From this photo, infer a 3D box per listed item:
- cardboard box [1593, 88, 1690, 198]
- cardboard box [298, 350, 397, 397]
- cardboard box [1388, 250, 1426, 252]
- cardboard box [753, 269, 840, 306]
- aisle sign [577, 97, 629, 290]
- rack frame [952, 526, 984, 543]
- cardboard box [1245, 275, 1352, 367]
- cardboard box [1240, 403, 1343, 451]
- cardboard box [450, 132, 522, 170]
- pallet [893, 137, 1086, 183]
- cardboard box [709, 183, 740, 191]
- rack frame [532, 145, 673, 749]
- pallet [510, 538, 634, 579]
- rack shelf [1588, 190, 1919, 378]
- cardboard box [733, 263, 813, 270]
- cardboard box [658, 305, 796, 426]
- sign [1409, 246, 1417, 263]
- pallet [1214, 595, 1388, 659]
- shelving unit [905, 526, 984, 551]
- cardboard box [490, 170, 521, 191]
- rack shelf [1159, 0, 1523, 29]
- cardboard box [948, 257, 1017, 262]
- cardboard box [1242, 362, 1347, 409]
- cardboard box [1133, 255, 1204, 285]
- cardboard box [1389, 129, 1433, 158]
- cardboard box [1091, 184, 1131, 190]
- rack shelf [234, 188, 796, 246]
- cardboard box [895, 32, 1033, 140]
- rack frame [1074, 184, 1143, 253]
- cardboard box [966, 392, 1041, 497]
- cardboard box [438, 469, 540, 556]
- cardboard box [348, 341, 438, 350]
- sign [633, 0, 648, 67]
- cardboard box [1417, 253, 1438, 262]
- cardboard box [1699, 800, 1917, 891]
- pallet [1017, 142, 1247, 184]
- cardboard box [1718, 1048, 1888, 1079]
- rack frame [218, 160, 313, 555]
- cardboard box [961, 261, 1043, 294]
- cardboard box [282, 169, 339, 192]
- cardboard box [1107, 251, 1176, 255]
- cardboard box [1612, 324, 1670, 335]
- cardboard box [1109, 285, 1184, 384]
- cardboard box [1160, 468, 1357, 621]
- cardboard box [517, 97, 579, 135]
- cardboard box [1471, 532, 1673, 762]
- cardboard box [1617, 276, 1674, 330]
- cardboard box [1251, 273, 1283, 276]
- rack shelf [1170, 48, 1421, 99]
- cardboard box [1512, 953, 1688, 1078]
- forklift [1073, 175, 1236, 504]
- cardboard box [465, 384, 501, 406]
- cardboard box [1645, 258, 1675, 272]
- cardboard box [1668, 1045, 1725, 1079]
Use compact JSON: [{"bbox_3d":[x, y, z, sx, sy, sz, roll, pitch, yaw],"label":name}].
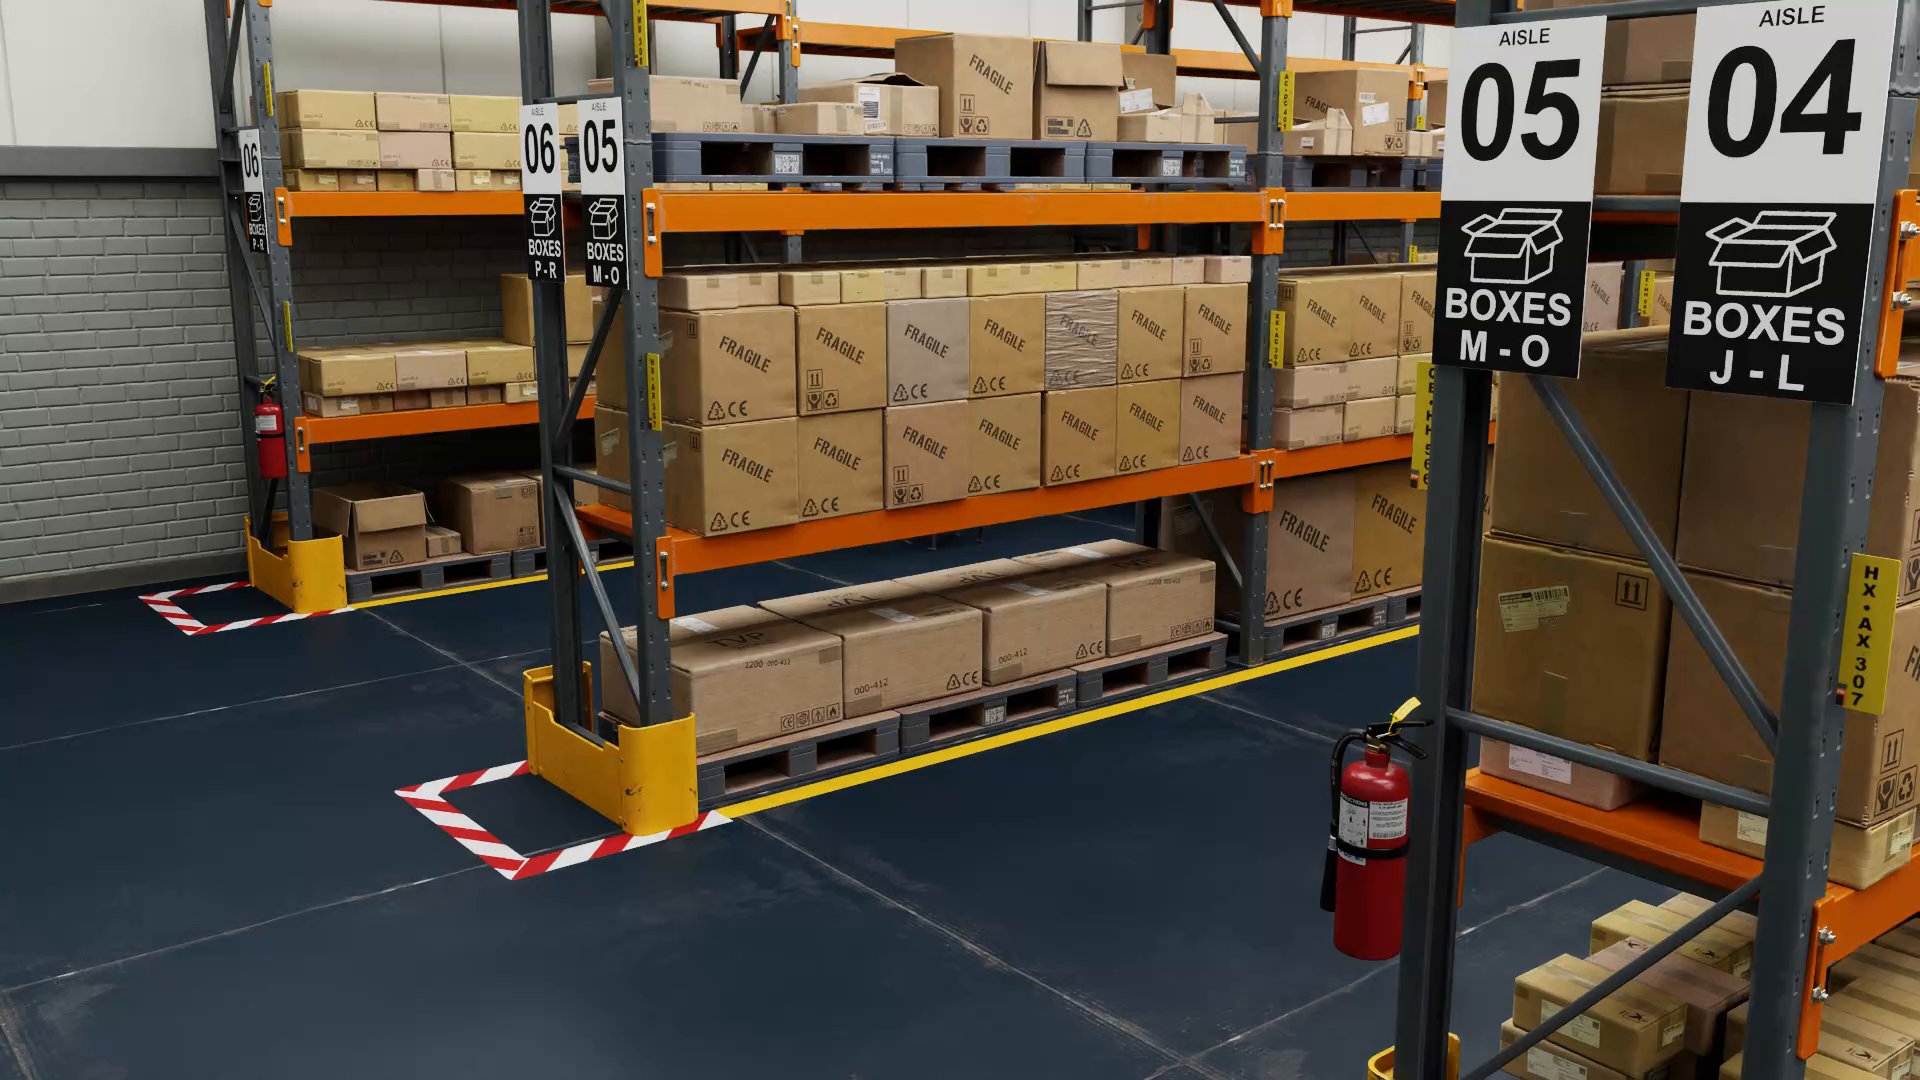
[{"bbox_3d":[1.711,-0.967,4.102,0.500,0.250,0.500,-10,15,-39],"label":"cardboard box"},{"bbox_3d":[-4.232,-1.153,11.483,0.500,0.250,0.500,-9,15,-37],"label":"cardboard box"},{"bbox_3d":[5.253,-3.330,19.571,0.250,0.149,0.380,-10,15,-39],"label":"cardboard box"},{"bbox_3d":[-0.765,-1.178,7.747,0.250,0.149,0.380,-9,15,-36],"label":"cardboard box"},{"bbox_3d":[-1.525,-1.477,7.102,0.004,0.787,0.394,-9,15,-38],"label":"aisle sign"},{"bbox_3d":[0.061,-1.037,13.459,0.015,2.100,0.400,-9,15,-38],"label":"rack frame"},{"bbox_3d":[1.996,-1.329,10.017,0.500,0.500,0.500,-9,15,-37],"label":"cardboard box"},{"bbox_3d":[1.982,-0.721,10.165,0.500,0.250,0.500,-10,15,-39],"label":"cardboard box"},{"bbox_3d":[-3.446,-2.752,11.792,0.500,0.250,0.500,-10,16,-39],"label":"cardboard box"},{"bbox_3d":[-0.124,-1.942,8.546,1.213,0.211,1.003,-9,15,-38],"label":"pallet"},{"bbox_3d":[-1.920,-2.803,12.993,0.250,0.149,0.380,-9,15,-38],"label":"cardboard box"},{"bbox_3d":[-1.650,-0.261,7.637,0.127,3.000,1.000,-9,15,-38],"label":"rack frame"},{"bbox_3d":[-3.121,0.027,12.992,1.213,0.211,1.003,-9,15,-38],"label":"pallet"},{"bbox_3d":[3.083,-0.846,4.904,4.000,0.370,1.077,-9,15,-38],"label":"rack shelf"},{"bbox_3d":[-0.941,-1.306,8.346,0.250,0.149,0.380,-9,15,-36],"label":"cardboard box"},{"bbox_3d":[-1.098,-0.815,7.599,0.500,0.500,0.500,-10,15,-39],"label":"cardboard box"},{"bbox_3d":[4.963,-3.064,18.239,0.005,0.325,0.100,-9,15,-38],"label":"sign"},{"bbox_3d":[2.028,0.471,10.901,1.213,0.211,1.003,-9,15,-38],"label":"pallet"},{"bbox_3d":[-0.129,-1.006,13.310,0.503,2.100,0.431,-9,15,-38],"label":"shelving unit"},{"bbox_3d":[-3.347,-2.576,11.920,0.250,0.149,0.380,-10,15,-38],"label":"cardboard box"},{"bbox_3d":[3.035,-3.427,10.797,4.000,0.370,1.077,-9,15,-38],"label":"rack shelf"},{"bbox_3d":[0.098,-1.463,9.087,0.250,0.149,0.380,-9,15,-38],"label":"cardboard box"},{"bbox_3d":[1.993,-0.963,10.099,0.500,0.250,0.500,-10,16,-39],"label":"cardboard box"},{"bbox_3d":[1.158,-1.527,9.391,0.250,0.149,0.380,-9,15,-36],"label":"cardboard box"},{"bbox_3d":[2.680,-2.446,10.257,0.250,0.166,0.380,-11,16,-41],"label":"cardboard box"},{"bbox_3d":[1.244,-3.392,15.520,0.500,0.250,0.500,-10,16,-40],"label":"cardboard box"},{"bbox_3d":[-3.192,-2.441,12.412,4.000,0.370,1.077,-9,15,-38],"label":"rack shelf"},{"bbox_3d":[0.017,-2.269,8.379,0.500,0.500,0.500,-9,15,-37],"label":"cardboard box"},{"bbox_3d":[1.493,-2.104,16.315,0.127,3.000,1.000,-9,15,-38],"label":"rack frame"},{"bbox_3d":[0.071,-0.527,8.647,0.500,0.500,0.500,-9,15,-36],"label":"cardboard box"},{"bbox_3d":[-3.526,-0.217,12.437,0.500,0.500,0.700,-9,15,-35],"label":"cardboard box"},{"bbox_3d":[-4.157,-1.307,12.209,0.500,0.250,0.500,-9,15,-37],"label":"cardboard box"},{"bbox_3d":[-1.308,-2.104,6.799,0.005,0.325,0.100,-9,15,-38],"label":"sign"},{"bbox_3d":[5.187,-3.179,18.861,0.250,0.149,0.380,-9,15,-37],"label":"cardboard box"},{"bbox_3d":[1.979,0.663,3.892,0.250,0.149,0.380,-10,15,-38],"label":"cardboard box"},{"bbox_3d":[0.828,-2.100,9.287,1.213,0.211,1.003,-9,15,-38],"label":"pallet"},{"bbox_3d":[2.142,1.414,4.170,0.250,0.149,0.380,-10,16,-40],"label":"cardboard box"},{"bbox_3d":[-4.754,-1.066,11.427,0.127,3.000,1.000,-9,15,-38],"label":"rack frame"},{"bbox_3d":[0.211,-1.354,8.574,0.250,0.149,0.380,-9,15,-38],"label":"cardboard box"},{"bbox_3d":[-4.360,-2.414,11.158,0.250,0.149,0.380,-9,15,-36],"label":"cardboard box"},{"bbox_3d":[1.064,-1.637,9.906,0.250,0.149,0.380,-10,15,-38],"label":"cardboard box"},{"bbox_3d":[2.118,-0.320,4.552,0.500,0.500,0.500,-10,16,-40],"label":"cardboard box"},{"bbox_3d":[0.876,-1.148,9.164,0.500,0.500,0.500,-10,15,-38],"label":"cardboard box"},{"bbox_3d":[1.907,-0.040,10.699,0.875,0.875,0.875,-9,15,-36],"label":"cardboard box"},{"bbox_3d":[-3.066,-3.065,12.060,0.500,0.250,0.500,-9,15,-36],"label":"cardboard box"},{"bbox_3d":[1.711,0.234,4.348,0.500,0.500,0.500,-9,15,-37],"label":"cardboard box"},{"bbox_3d":[5.092,-1.720,12.539,0.500,0.500,0.500,-10,16,-39],"label":"cardboard box"},{"bbox_3d":[1.665,-1.417,10.432,0.500,0.500,0.500,-9,15,-36],"label":"cardboard box"},{"bbox_3d":[3.054,-4.750,17.031,4.000,0.370,1.077,-9,15,-38],"label":"rack shelf"},{"bbox_3d":[1.776,1.317,4.626,0.250,0.149,0.380,-9,15,-37],"label":"cardboard box"},{"bbox_3d":[1.727,-1.888,15.465,1.130,2.935,3.031,-9,15,-37],"label":"forklift"},{"bbox_3d":[-3.533,-1.080,12.096,0.250,0.149,0.380,-9,15,-37],"label":"cardboard box"},{"bbox_3d":[5.698,-2.274,13.589,0.250,0.149,0.380,-10,16,-40],"label":"cardboard box"},{"bbox_3d":[1.992,1.432,4.799,0.250,0.149,0.380,-10,15,-39],"label":"cardboard box"}]
